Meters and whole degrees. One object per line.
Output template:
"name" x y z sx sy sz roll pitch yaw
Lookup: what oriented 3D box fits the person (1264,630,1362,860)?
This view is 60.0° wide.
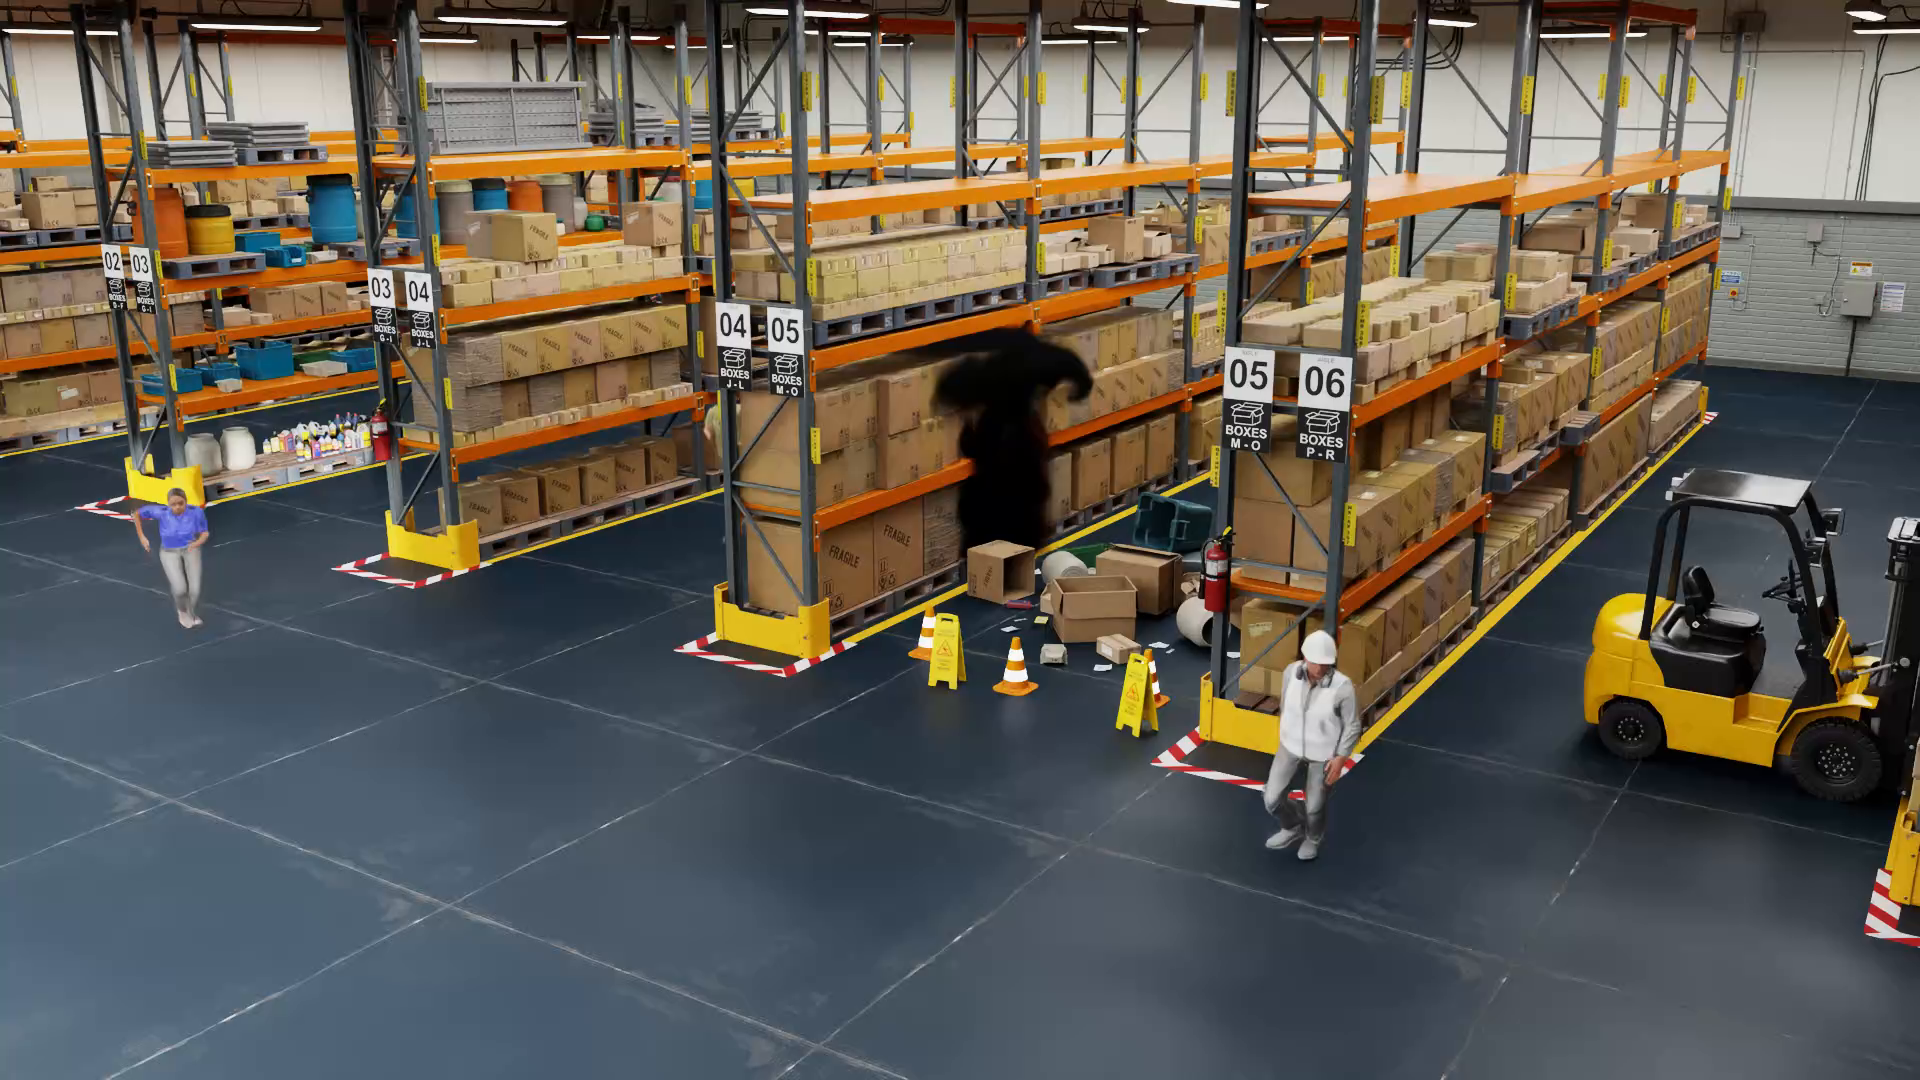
"person" 2.351 1.380 11.034 0.646 1.719 0.716 8 18 27

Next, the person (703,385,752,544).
"person" -2.523 -0.870 18.226 0.519 1.767 0.776 8 17 26

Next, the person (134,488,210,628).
"person" -7.439 0.185 15.784 0.612 1.472 0.885 -9 18 -28
